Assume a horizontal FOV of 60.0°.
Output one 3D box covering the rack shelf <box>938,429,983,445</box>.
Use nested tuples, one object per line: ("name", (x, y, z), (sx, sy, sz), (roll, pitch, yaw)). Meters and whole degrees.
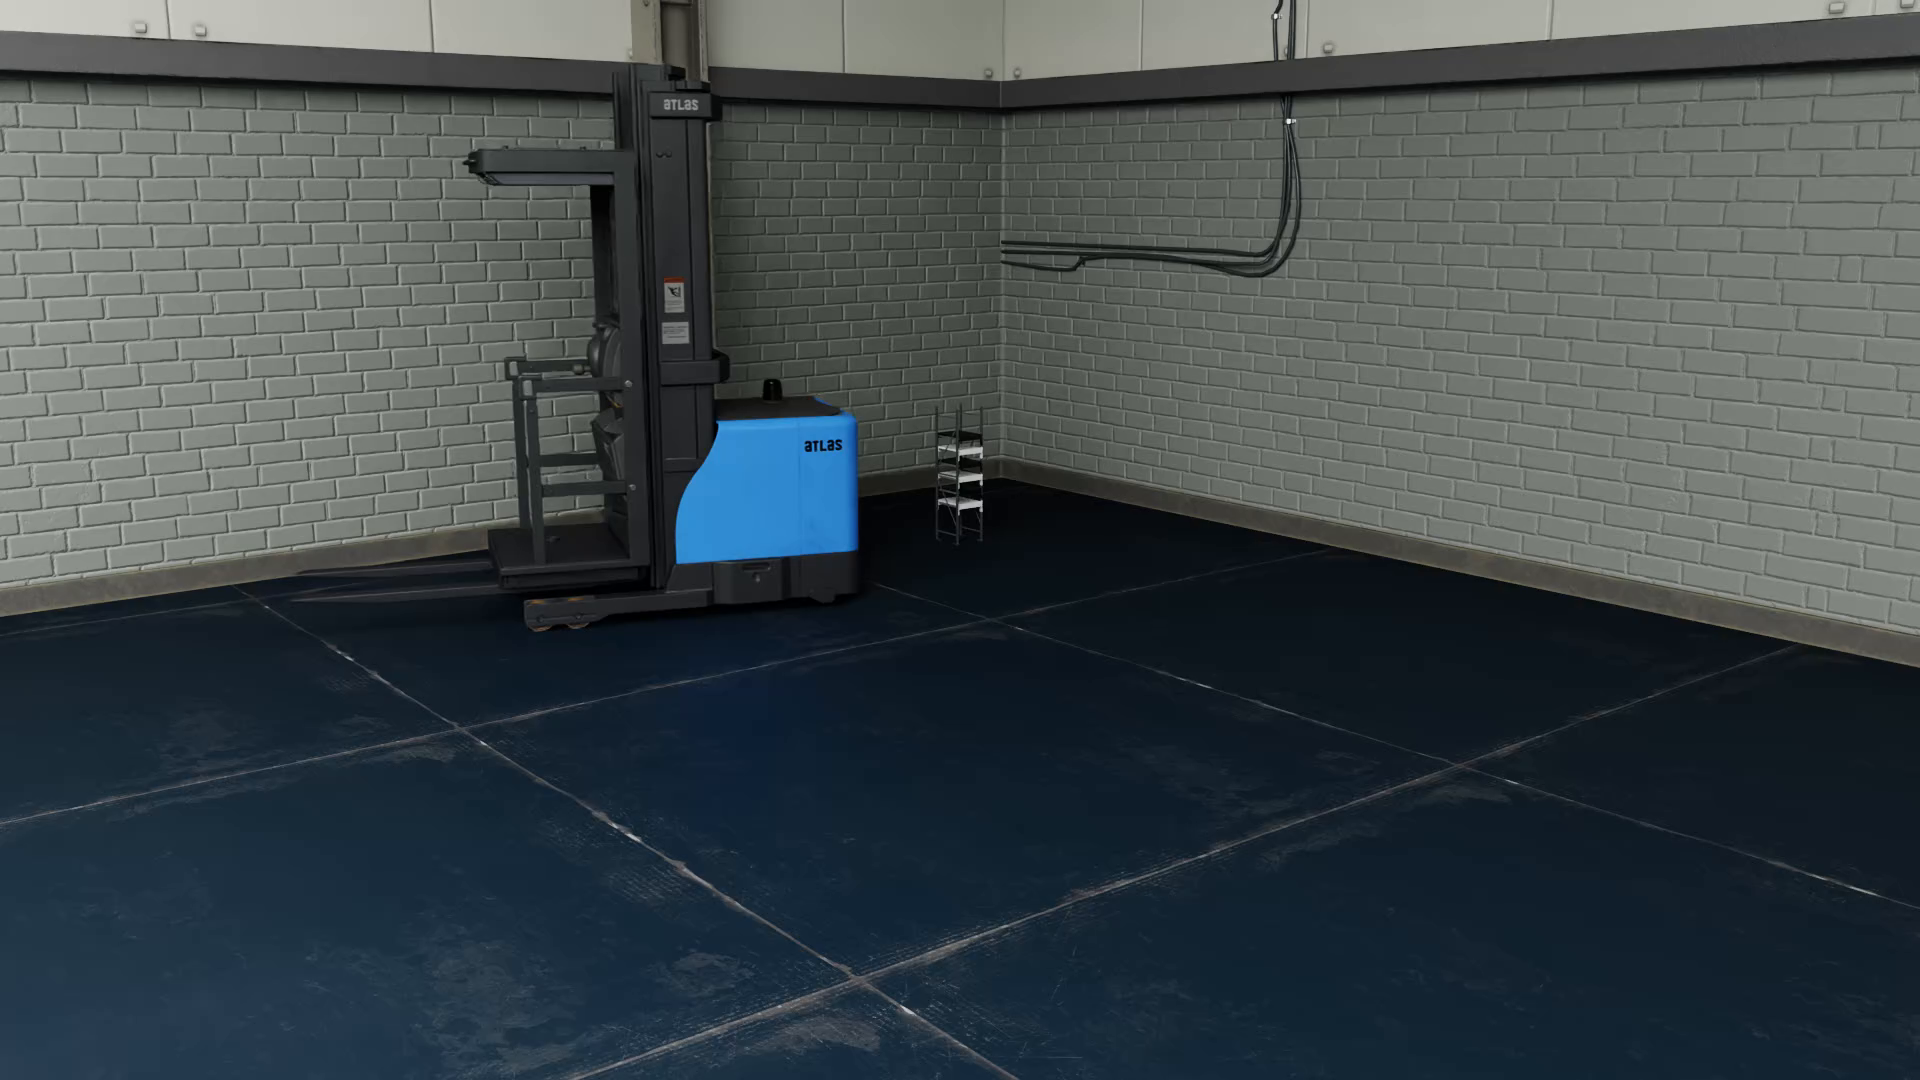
("rack shelf", (-0.006, -0.671, 10.981), (0.200, 0.077, 0.258), (-9, 15, -38))

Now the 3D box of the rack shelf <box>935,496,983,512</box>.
("rack shelf", (-0.006, -0.230, 11.075), (0.200, 0.077, 0.258), (-9, 15, -38))

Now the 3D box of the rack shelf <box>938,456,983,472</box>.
("rack shelf", (-0.006, -0.495, 11.019), (0.200, 0.077, 0.258), (-9, 15, -38))

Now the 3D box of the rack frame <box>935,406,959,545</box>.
("rack frame", (-0.086, -0.426, 10.968), (0.006, 0.900, 0.240), (-9, 15, -38))

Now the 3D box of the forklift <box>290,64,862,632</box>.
("forklift", (-2.131, -1.069, 9.108), (3.031, 2.935, 1.130), (-4, 13, -18))

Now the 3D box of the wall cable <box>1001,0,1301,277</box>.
("wall cable", (1.216, -3.155, 11.796), (0.112, 2.526, 3.097), (-9, 15, -38))

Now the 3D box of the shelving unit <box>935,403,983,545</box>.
("shelving unit", (-0.006, -0.439, 11.030), (0.210, 0.900, 0.258), (-9, 15, -38))

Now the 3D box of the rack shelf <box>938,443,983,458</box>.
("rack shelf", (-0.006, -0.583, 11.000), (0.200, 0.077, 0.258), (-9, 15, -38))

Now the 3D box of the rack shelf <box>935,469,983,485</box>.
("rack shelf", (-0.006, -0.407, 11.037), (0.200, 0.077, 0.258), (-9, 15, -38))

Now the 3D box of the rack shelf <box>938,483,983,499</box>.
("rack shelf", (-0.006, -0.318, 11.056), (0.200, 0.077, 0.258), (-9, 15, -38))

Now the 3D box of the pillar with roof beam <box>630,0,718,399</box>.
("pillar with roof beam", (0.779, -3.808, 7.395), (0.400, 9.000, 9.100), (-9, 15, -38))

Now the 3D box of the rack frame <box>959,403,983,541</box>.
("rack frame", (0.073, -0.452, 11.092), (0.006, 0.900, 0.240), (-9, 15, -38))
